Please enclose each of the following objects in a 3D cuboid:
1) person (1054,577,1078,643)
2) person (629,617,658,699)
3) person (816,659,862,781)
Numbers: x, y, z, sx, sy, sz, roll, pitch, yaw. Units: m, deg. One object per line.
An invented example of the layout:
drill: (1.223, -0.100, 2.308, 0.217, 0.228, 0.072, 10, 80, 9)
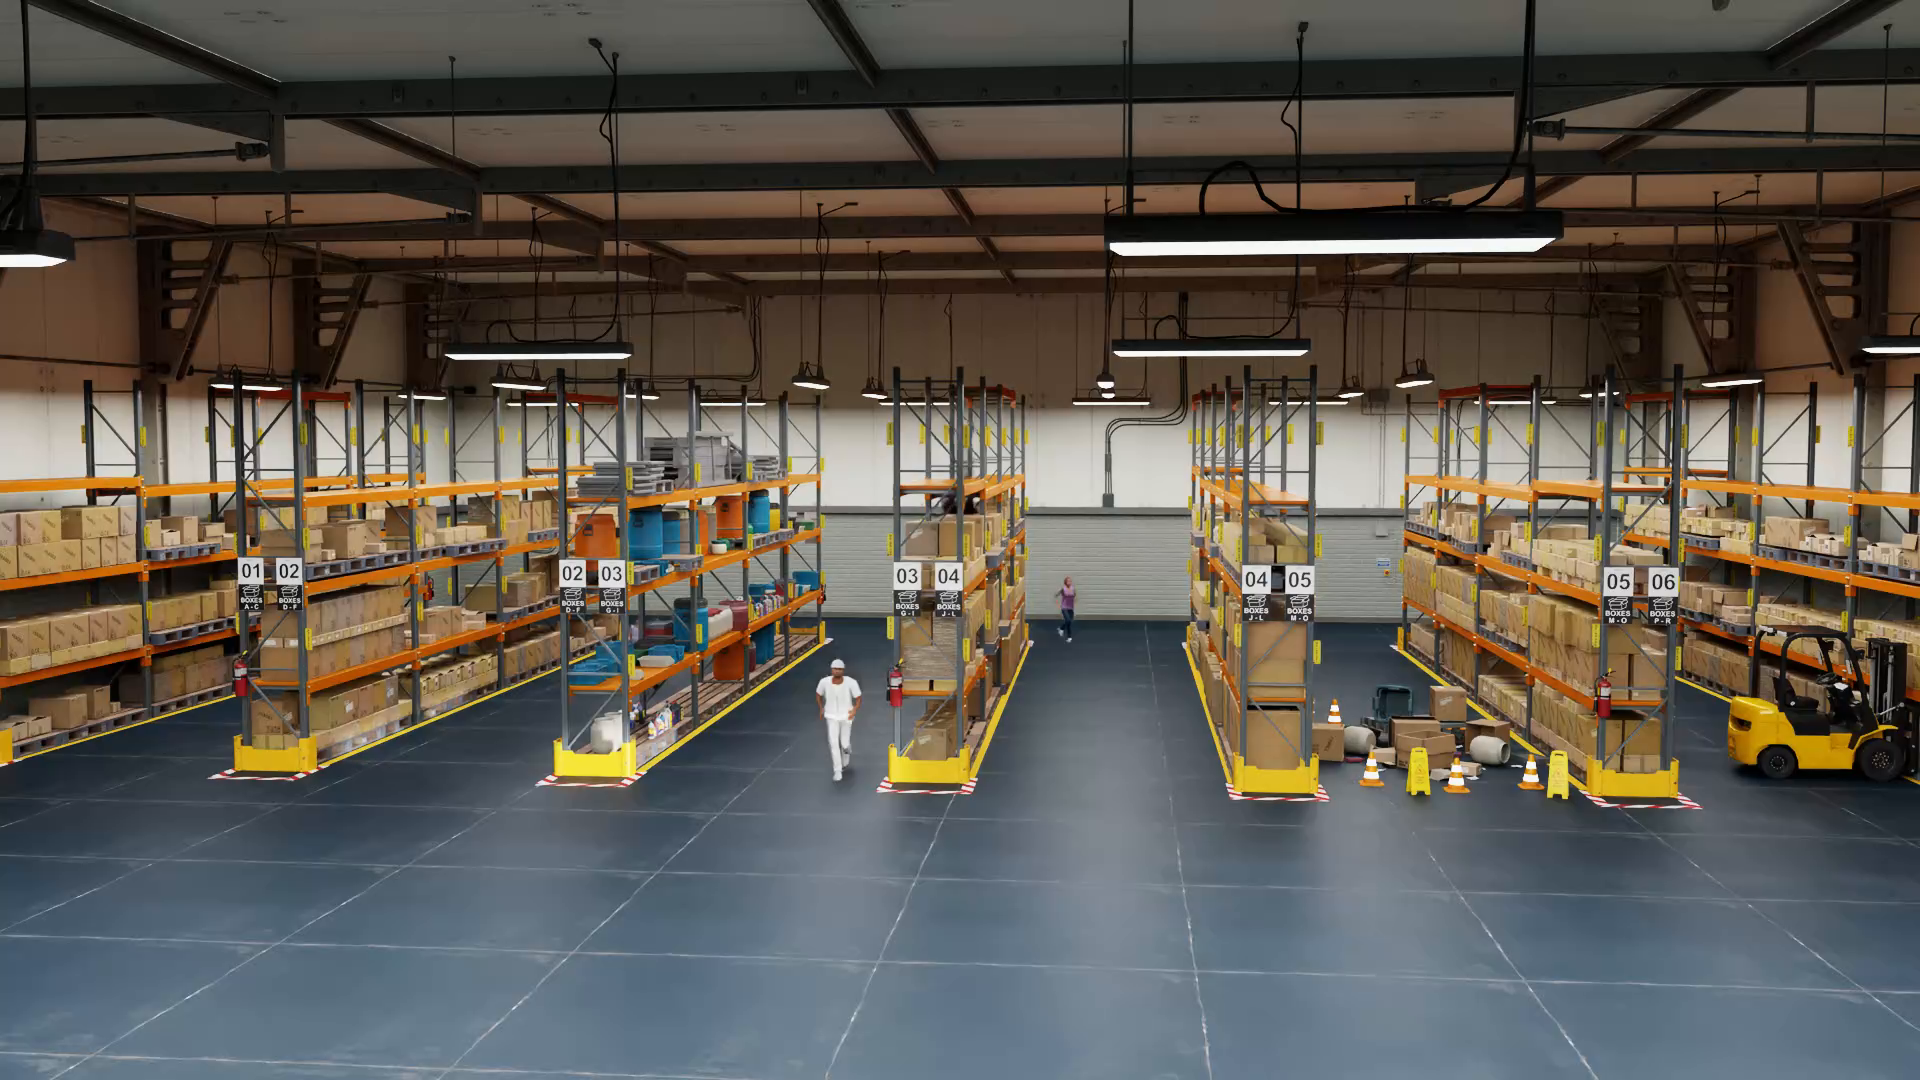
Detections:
person: (2.597, 1.708, 40.749, 0.575, 1.623, 0.710, -2, 4, -26)
person: (-6.081, 2.247, 32.159, 0.642, 1.612, 0.976, 1, 4, 10)
person: (-1.787, 2.616, 24.538, 0.684, 1.750, 0.861, 0, 4, -2)
